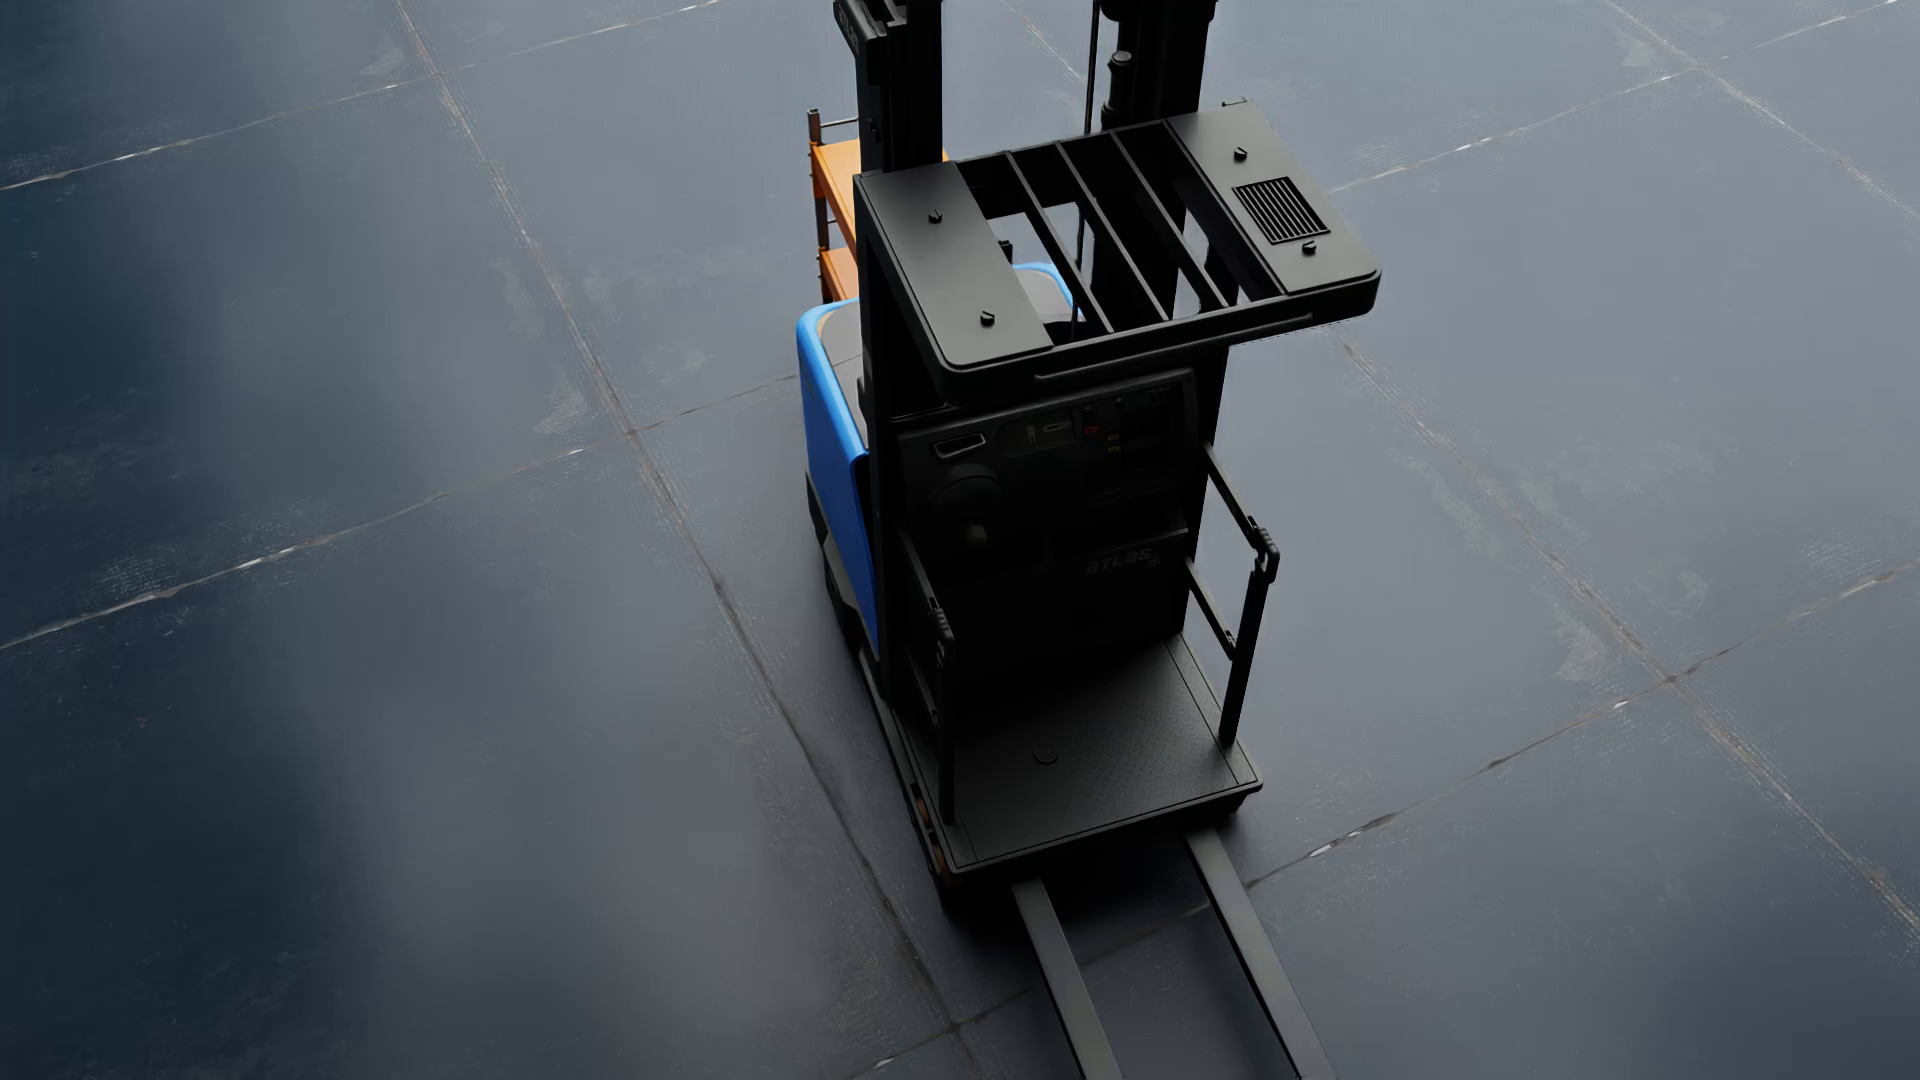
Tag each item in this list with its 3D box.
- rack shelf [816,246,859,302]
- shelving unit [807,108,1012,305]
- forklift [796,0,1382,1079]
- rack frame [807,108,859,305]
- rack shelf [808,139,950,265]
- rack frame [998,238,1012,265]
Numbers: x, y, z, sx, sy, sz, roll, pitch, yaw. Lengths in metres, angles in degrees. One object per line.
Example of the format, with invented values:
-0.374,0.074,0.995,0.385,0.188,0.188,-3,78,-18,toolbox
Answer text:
-0.210,-0.876,6.986,0.538,0.278,1.000,-14,50,-12,rack shelf
-0.210,-1.037,6.802,0.538,1.125,1.048,-14,50,-12,shelving unit
0.342,-0.141,4.818,1.130,2.935,3.031,-14,50,-12,forklift
-0.369,-1.400,7.120,0.500,1.125,0.032,-14,50,-12,rack frame
-0.210,-1.229,6.582,0.538,0.278,1.000,-14,50,-12,rack shelf
-0.050,-0.673,6.484,0.500,1.125,0.032,-14,50,-12,rack frame
